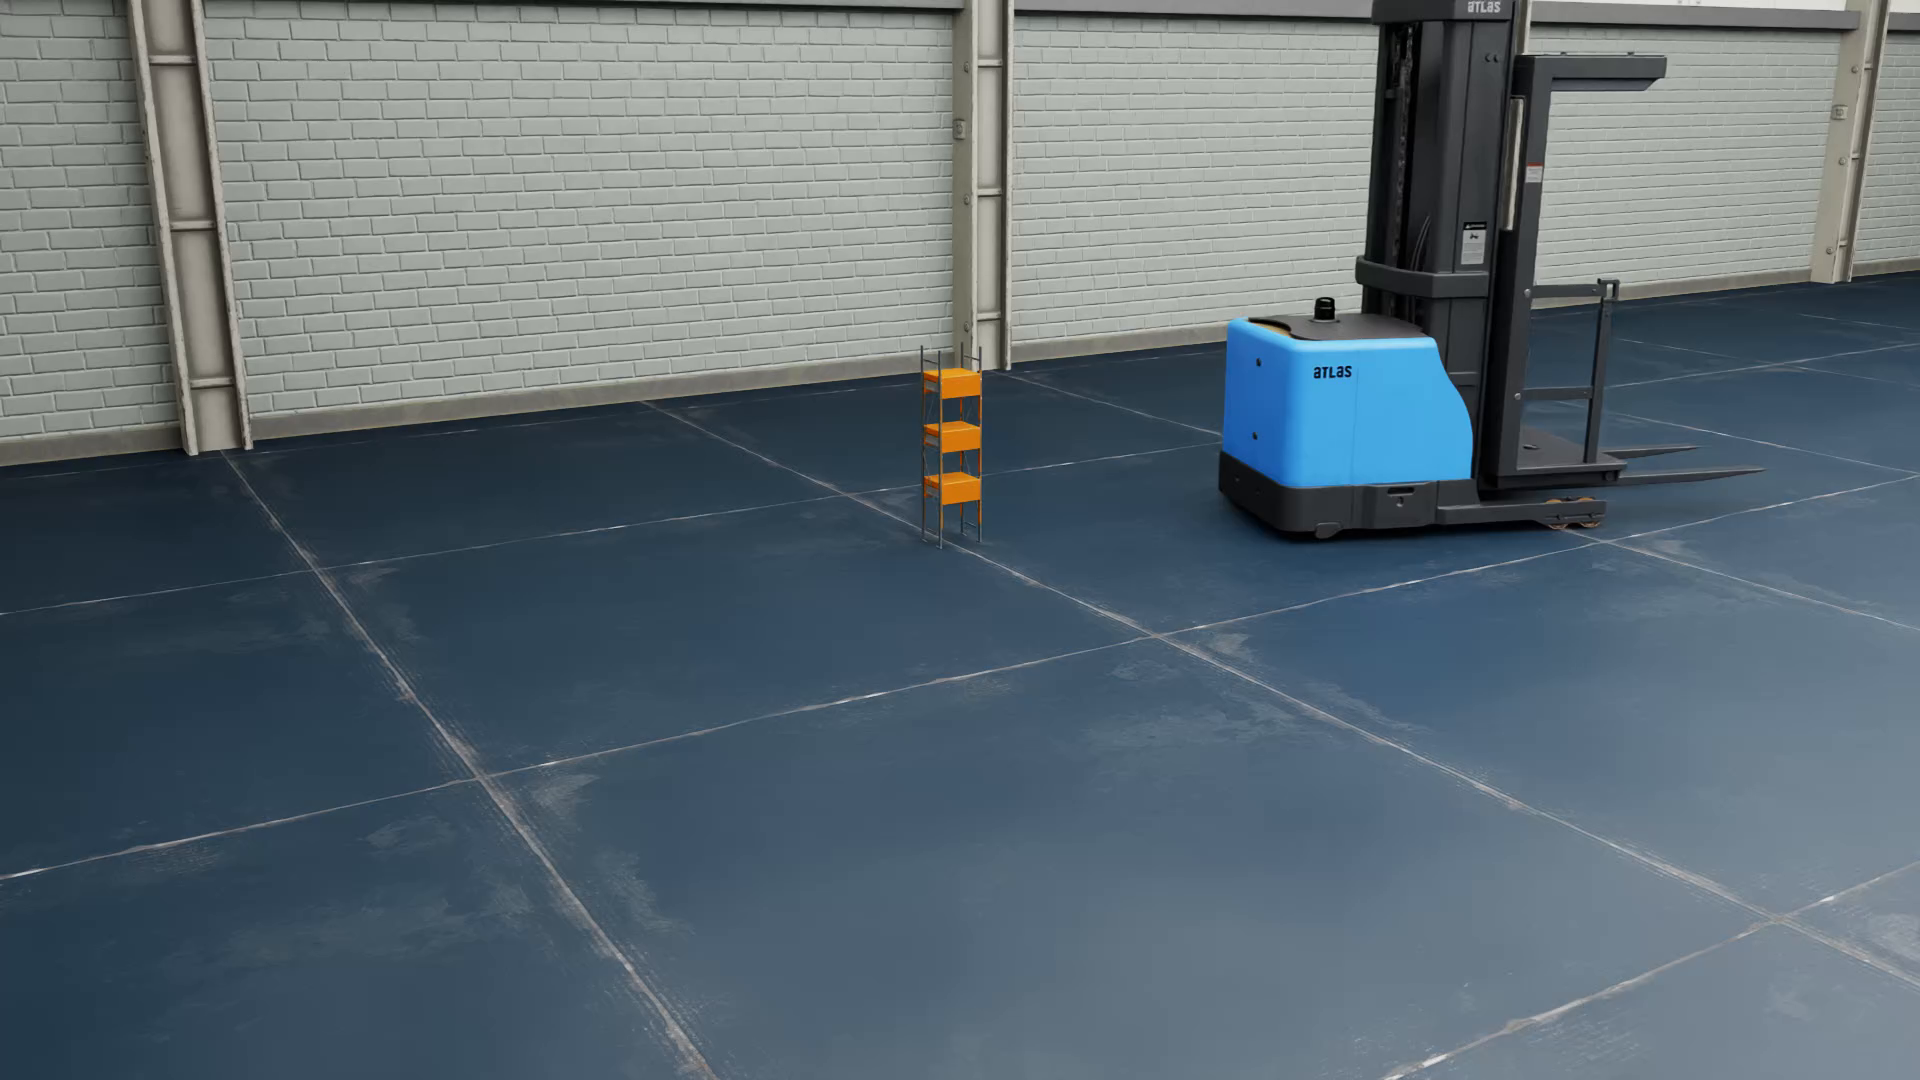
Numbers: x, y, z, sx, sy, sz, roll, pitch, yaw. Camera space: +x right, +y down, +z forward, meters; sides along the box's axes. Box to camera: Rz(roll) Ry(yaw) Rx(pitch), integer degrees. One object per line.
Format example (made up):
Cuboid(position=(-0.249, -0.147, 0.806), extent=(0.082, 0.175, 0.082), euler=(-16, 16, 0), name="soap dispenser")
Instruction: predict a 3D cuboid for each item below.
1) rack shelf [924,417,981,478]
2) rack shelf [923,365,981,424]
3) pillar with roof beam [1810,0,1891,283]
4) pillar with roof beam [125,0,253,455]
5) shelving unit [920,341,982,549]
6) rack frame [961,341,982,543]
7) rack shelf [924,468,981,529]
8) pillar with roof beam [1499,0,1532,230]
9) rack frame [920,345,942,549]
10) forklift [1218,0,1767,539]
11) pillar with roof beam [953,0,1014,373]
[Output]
Cuboid(position=(-0.046, -0.488, 8.744), extent=(0.240, 0.259, 0.215), euler=(-9, 18, -30), name="rack shelf")
Cuboid(position=(-0.046, -0.761, 8.668), extent=(0.240, 0.259, 0.215), euler=(-9, 18, -30), name="rack shelf")
Cuboid(position=(12.690, -6.455, 15.266), extent=(0.400, 9.000, 9.100), euler=(-9, 18, -30), name="pillar with roof beam")
Cuboid(position=(-2.739, -3.953, 6.340), extent=(0.400, 9.000, 9.100), euler=(-9, 18, -30), name="pillar with roof beam")
Cuboid(position=(-0.046, -0.498, 8.742), extent=(0.252, 1.050, 0.215), euler=(-9, 18, -30), name="shelving unit")
Cuboid(position=(0.059, -0.515, 8.802), extent=(0.008, 1.050, 0.200), euler=(-9, 18, -30), name="rack frame")
Cuboid(position=(-0.046, -0.220, 8.819), extent=(0.240, 0.259, 0.215), euler=(-9, 18, -30), name="rack shelf")
Cuboid(position=(7.547, -5.621, 12.291), extent=(0.400, 9.000, 9.100), euler=(-9, 18, -30), name="pillar with roof beam")
Cuboid(position=(-0.150, -0.481, 8.681), extent=(0.008, 1.050, 0.200), euler=(-9, 18, -30), name="rack frame")
Cuboid(position=(3.075, -1.602, 9.196), extent=(3.031, 2.935, 1.130), euler=(-3, 16, -12), name="forklift")
Cuboid(position=(2.404, -4.787, 9.316), extent=(0.400, 9.000, 9.100), euler=(-9, 18, -30), name="pillar with roof beam")
